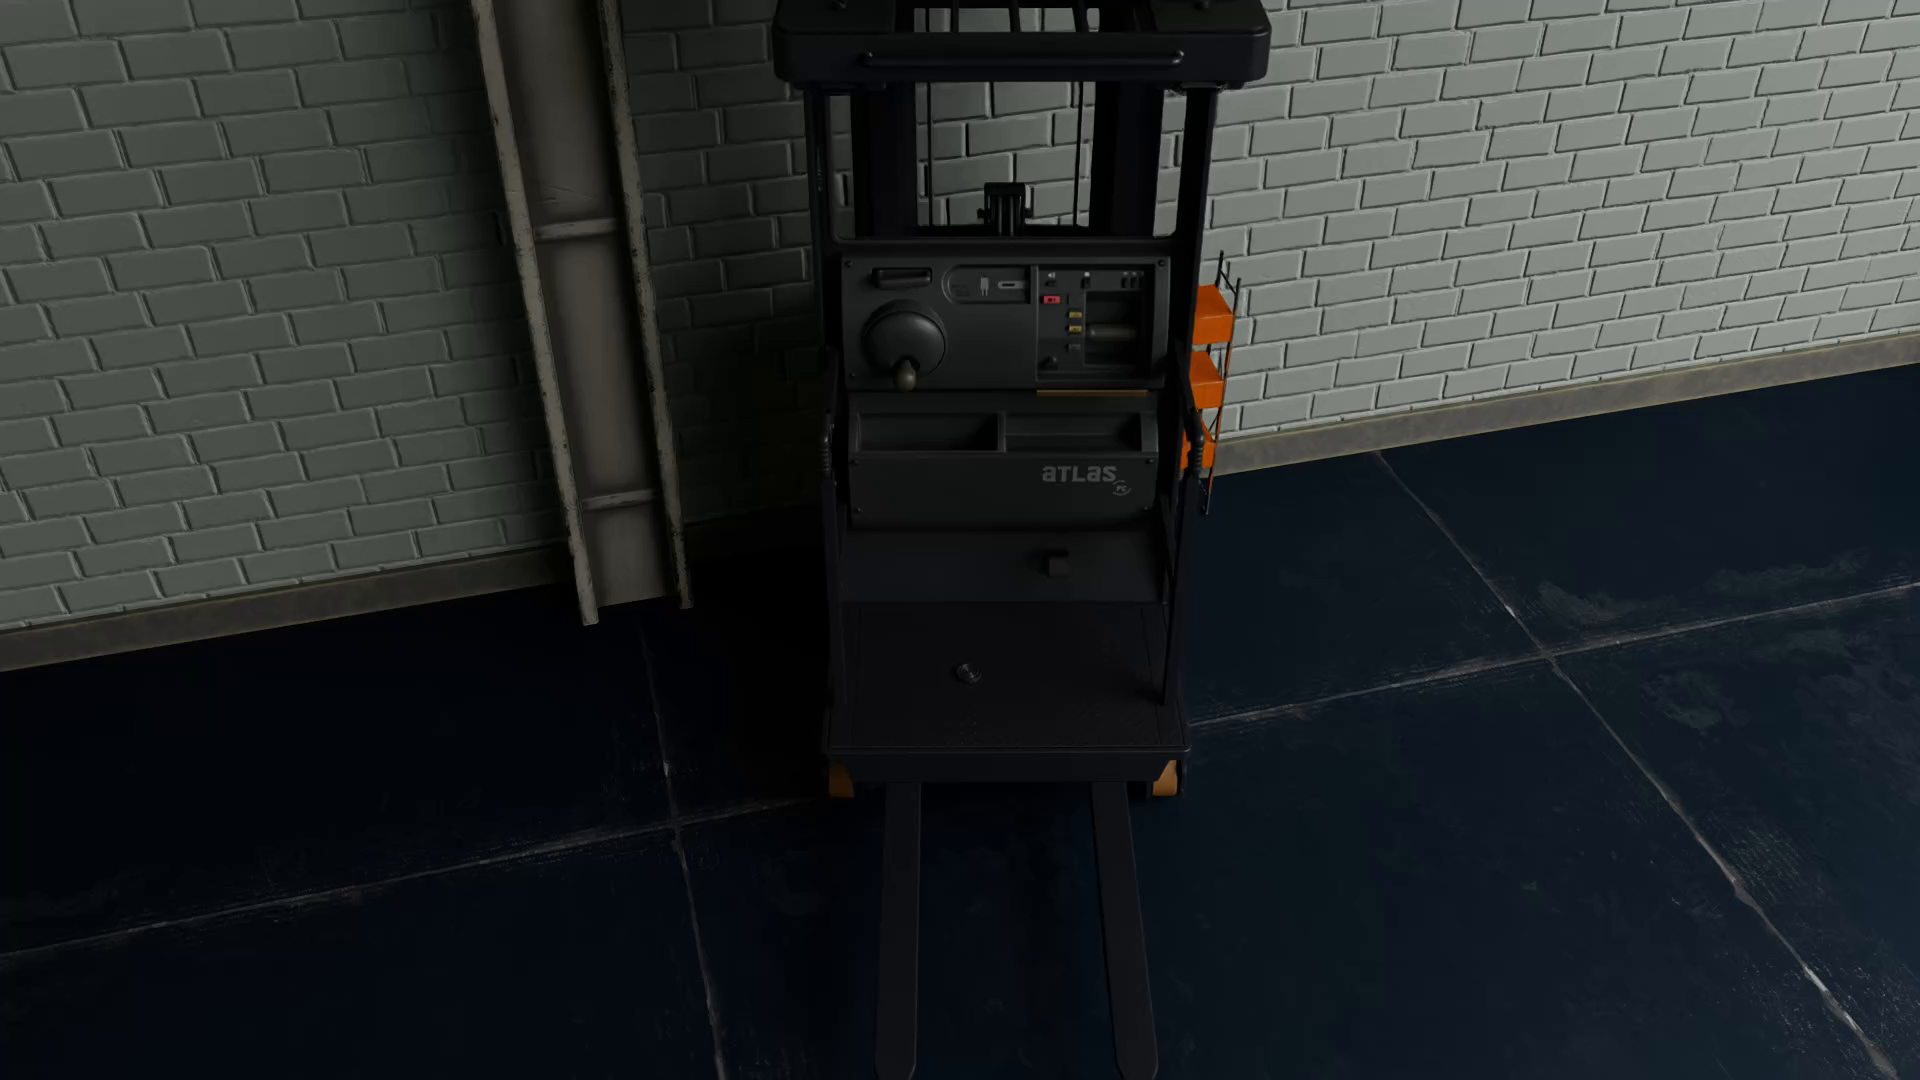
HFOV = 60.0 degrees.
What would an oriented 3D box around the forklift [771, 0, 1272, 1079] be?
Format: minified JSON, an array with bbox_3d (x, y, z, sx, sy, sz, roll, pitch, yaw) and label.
[{"bbox_3d":[0.132,-0.551,4.558,1.130,2.935,3.031,0,37,0],"label":"forklift"}]

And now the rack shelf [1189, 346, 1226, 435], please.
[{"bbox_3d":[0.812,-0.533,6.090,0.240,0.259,0.215,-8,42,-10],"label":"rack shelf"}]

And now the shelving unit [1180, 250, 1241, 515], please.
[{"bbox_3d":[0.812,-0.541,6.083,0.252,1.050,0.215,-8,42,-10],"label":"shelving unit"}]

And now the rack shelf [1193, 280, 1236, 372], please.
[{"bbox_3d":[0.815,-0.748,5.904,0.240,0.259,0.215,-8,42,-10],"label":"rack shelf"}]

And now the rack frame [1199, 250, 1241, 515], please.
[{"bbox_3d":[0.931,-0.557,6.103,0.008,1.050,0.200,-8,42,-10],"label":"rack frame"}]

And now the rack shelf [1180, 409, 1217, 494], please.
[{"bbox_3d":[0.809,-0.323,6.272,0.240,0.259,0.215,-8,42,-10],"label":"rack shelf"}]
